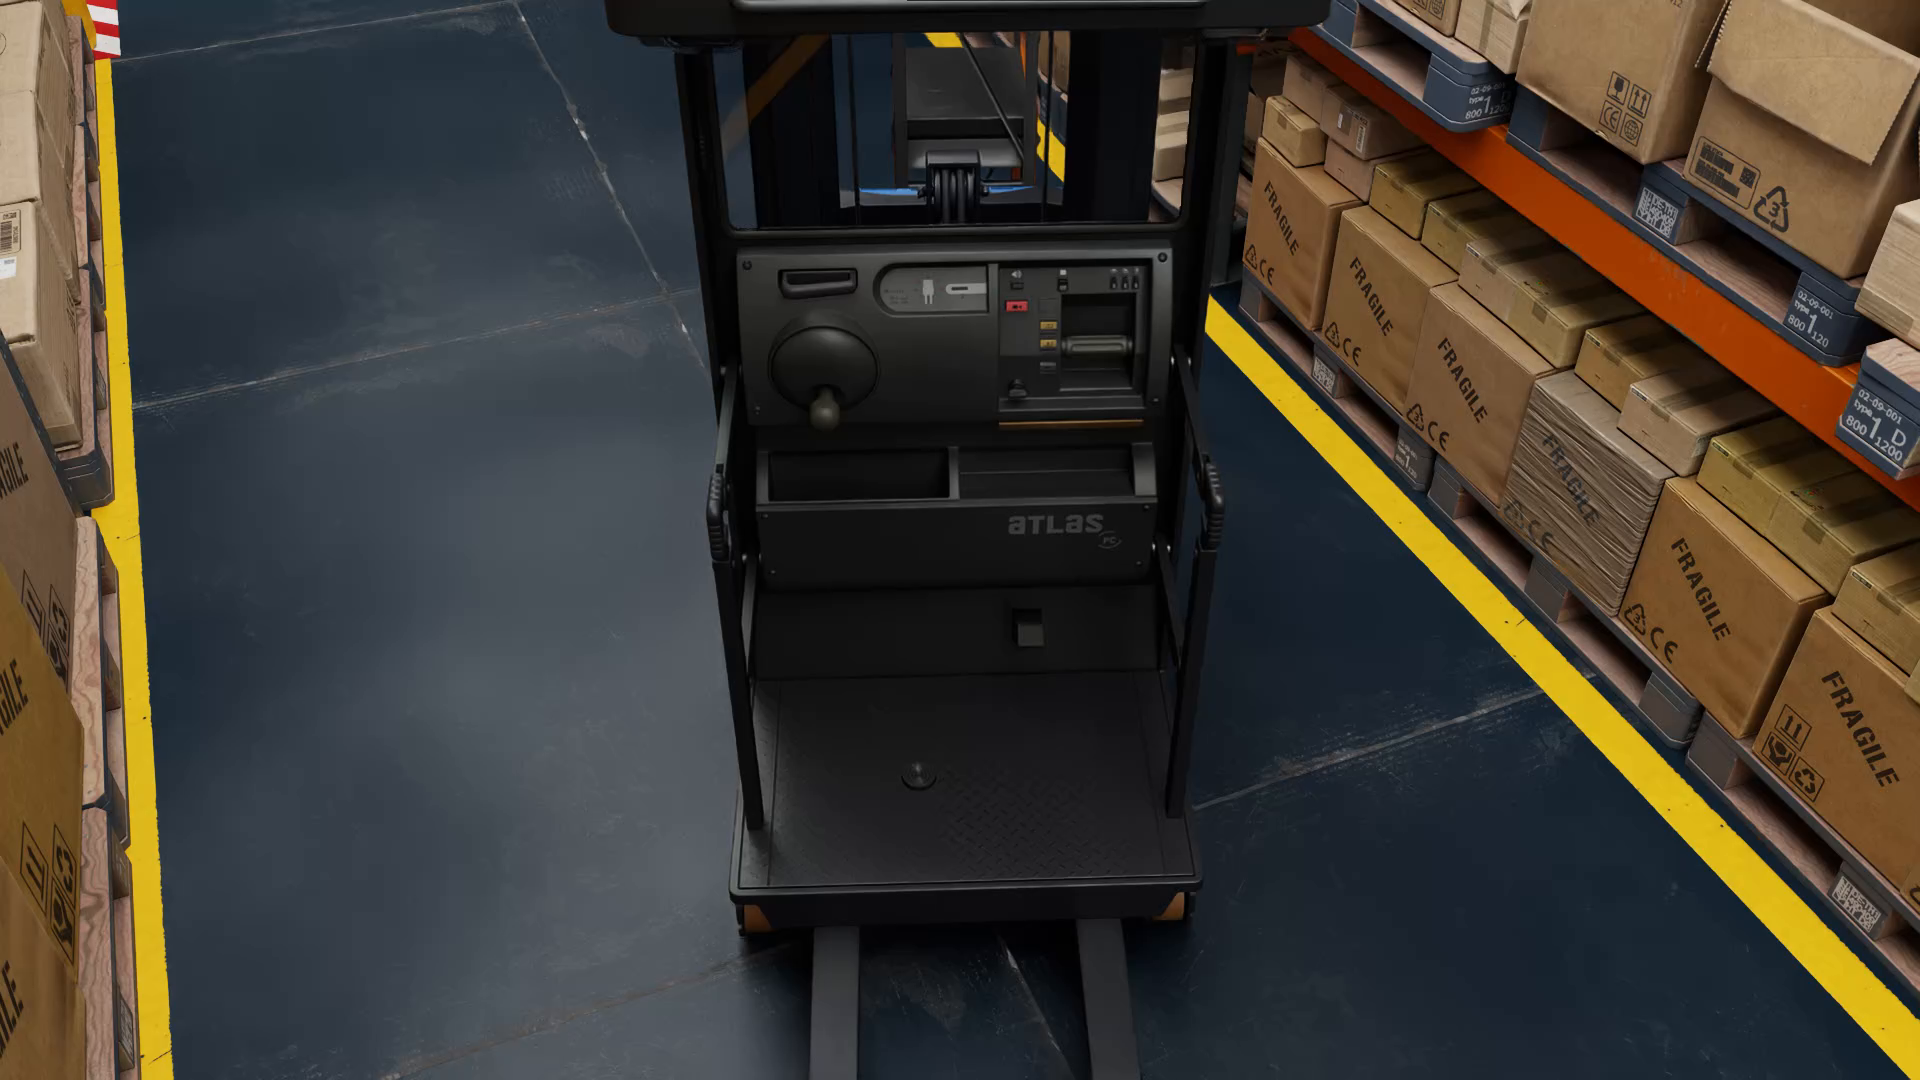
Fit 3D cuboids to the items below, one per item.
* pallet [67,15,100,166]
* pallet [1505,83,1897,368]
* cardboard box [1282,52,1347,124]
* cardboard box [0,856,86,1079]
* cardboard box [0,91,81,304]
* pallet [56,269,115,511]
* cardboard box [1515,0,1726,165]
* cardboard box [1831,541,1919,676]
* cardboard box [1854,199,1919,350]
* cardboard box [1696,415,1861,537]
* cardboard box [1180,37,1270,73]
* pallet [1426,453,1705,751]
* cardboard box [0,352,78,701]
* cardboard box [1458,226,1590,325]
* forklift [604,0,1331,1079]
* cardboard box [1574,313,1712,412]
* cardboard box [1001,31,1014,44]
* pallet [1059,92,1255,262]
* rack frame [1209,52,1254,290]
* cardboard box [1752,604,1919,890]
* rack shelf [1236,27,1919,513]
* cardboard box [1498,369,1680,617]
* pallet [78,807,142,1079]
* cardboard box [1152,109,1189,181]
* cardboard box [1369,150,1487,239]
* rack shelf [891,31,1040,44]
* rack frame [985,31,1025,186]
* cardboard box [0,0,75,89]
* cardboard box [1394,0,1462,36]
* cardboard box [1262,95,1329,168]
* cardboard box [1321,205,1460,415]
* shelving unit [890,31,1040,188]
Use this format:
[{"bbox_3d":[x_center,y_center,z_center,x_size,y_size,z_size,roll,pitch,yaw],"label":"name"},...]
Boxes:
[{"bbox_3d":[-4.359,-1.903,7.301,1.003,0.211,1.213,-15,43,-17],"label":"pallet"},{"bbox_3d":[2.160,-0.941,4.191,1.003,0.211,1.213,-15,43,-17],"label":"pallet"},{"bbox_3d":[1.325,-1.556,5.629,0.380,0.149,0.250,-16,43,-18],"label":"cardboard box"},{"bbox_3d":[-2.201,1.068,3.015,0.875,0.875,0.875,-15,43,-16],"label":"cardboard box"},{"bbox_3d":[-3.691,-1.145,5.924,0.875,0.438,0.875,-16,43,-18],"label":"cardboard box"},{"bbox_3d":[-3.425,-0.433,5.592,1.003,0.211,1.213,-15,43,-17],"label":"pallet"},{"bbox_3d":[1.855,-1.319,4.084,0.700,0.500,0.500,-15,43,-17],"label":"cardboard box"},{"bbox_3d":[2.292,0.138,3.886,0.380,0.149,0.250,-16,43,-18],"label":"cardboard box"},{"bbox_3d":[2.206,-0.501,3.325,0.500,0.250,0.500,-17,44,-19],"label":"cardboard box"},{"bbox_3d":[2.137,-0.182,4.259,0.380,0.149,0.250,-16,43,-17],"label":"cardboard box"},{"bbox_3d":[1.178,-2.050,7.198,0.380,0.149,0.250,-16,43,-17],"label":"cardboard box"},{"bbox_3d":[2.195,0.021,5.064,1.003,0.211,1.213,-15,43,-17],"label":"pallet"},{"bbox_3d":[-2.895,-0.013,4.272,0.875,0.875,0.875,-14,43,-16],"label":"cardboard box"},{"bbox_3d":[1.734,-0.807,4.986,0.380,0.149,0.250,-15,43,-17],"label":"cardboard box"},{"bbox_3d":[0.001,-0.358,3.418,1.130,2.935,3.031,-1,41,-2],"label":"forklift"},{"bbox_3d":[1.957,-0.502,4.631,0.380,0.149,0.250,-15,43,-17],"label":"cardboard box"},{"bbox_3d":[0.395,-2.614,7.585,0.500,0.500,0.500,-14,43,-16],"label":"cardboard box"},{"bbox_3d":[1.116,-1.610,6.960,1.003,0.211,1.213,-15,43,-17],"label":"pallet"},{"bbox_3d":[1.378,-2.253,5.570,1.000,3.000,0.127,-15,43,-17],"label":"rack frame"},{"bbox_3d":[2.366,0.440,4.033,0.500,0.500,0.500,-16,43,-17],"label":"cardboard box"},{"bbox_3d":[2.143,-0.776,4.403,1.077,0.370,4.000,-15,43,-17],"label":"rack shelf"},{"bbox_3d":[1.948,-0.183,4.758,0.500,0.500,0.500,-17,43,-18],"label":"cardboard box"},{"bbox_3d":[-2.371,1.227,3.662,1.003,0.211,1.213,-15,43,-17],"label":"pallet"},{"bbox_3d":[0.894,-1.594,6.668,0.380,0.149,0.250,-16,43,-18],"label":"cardboard box"},{"bbox_3d":[1.556,-1.129,5.360,0.380,0.149,0.250,-17,44,-19],"label":"cardboard box"},{"bbox_3d":[0.007,-1.720,4.587,0.431,0.518,0.480,-1,41,-2],"label":"rack shelf"},{"bbox_3d":[-0.002,-1.359,5.220,0.400,2.100,0.015,-1,41,-2],"label":"rack frame"},{"bbox_3d":[-4.392,-2.238,7.194,0.875,0.438,0.875,-17,43,-18],"label":"cardboard box"},{"bbox_3d":[1.555,-1.791,4.634,0.700,0.500,0.500,-15,43,-16],"label":"cardboard box"},{"bbox_3d":[1.269,-1.428,5.708,0.380,0.149,0.250,-13,42,-15],"label":"cardboard box"},{"bbox_3d":[1.568,-0.799,5.474,0.500,0.500,0.500,-16,43,-17],"label":"cardboard box"},{"bbox_3d":[0.007,-1.200,5.035,0.431,2.100,0.503,-1,41,-2],"label":"shelving unit"}]
